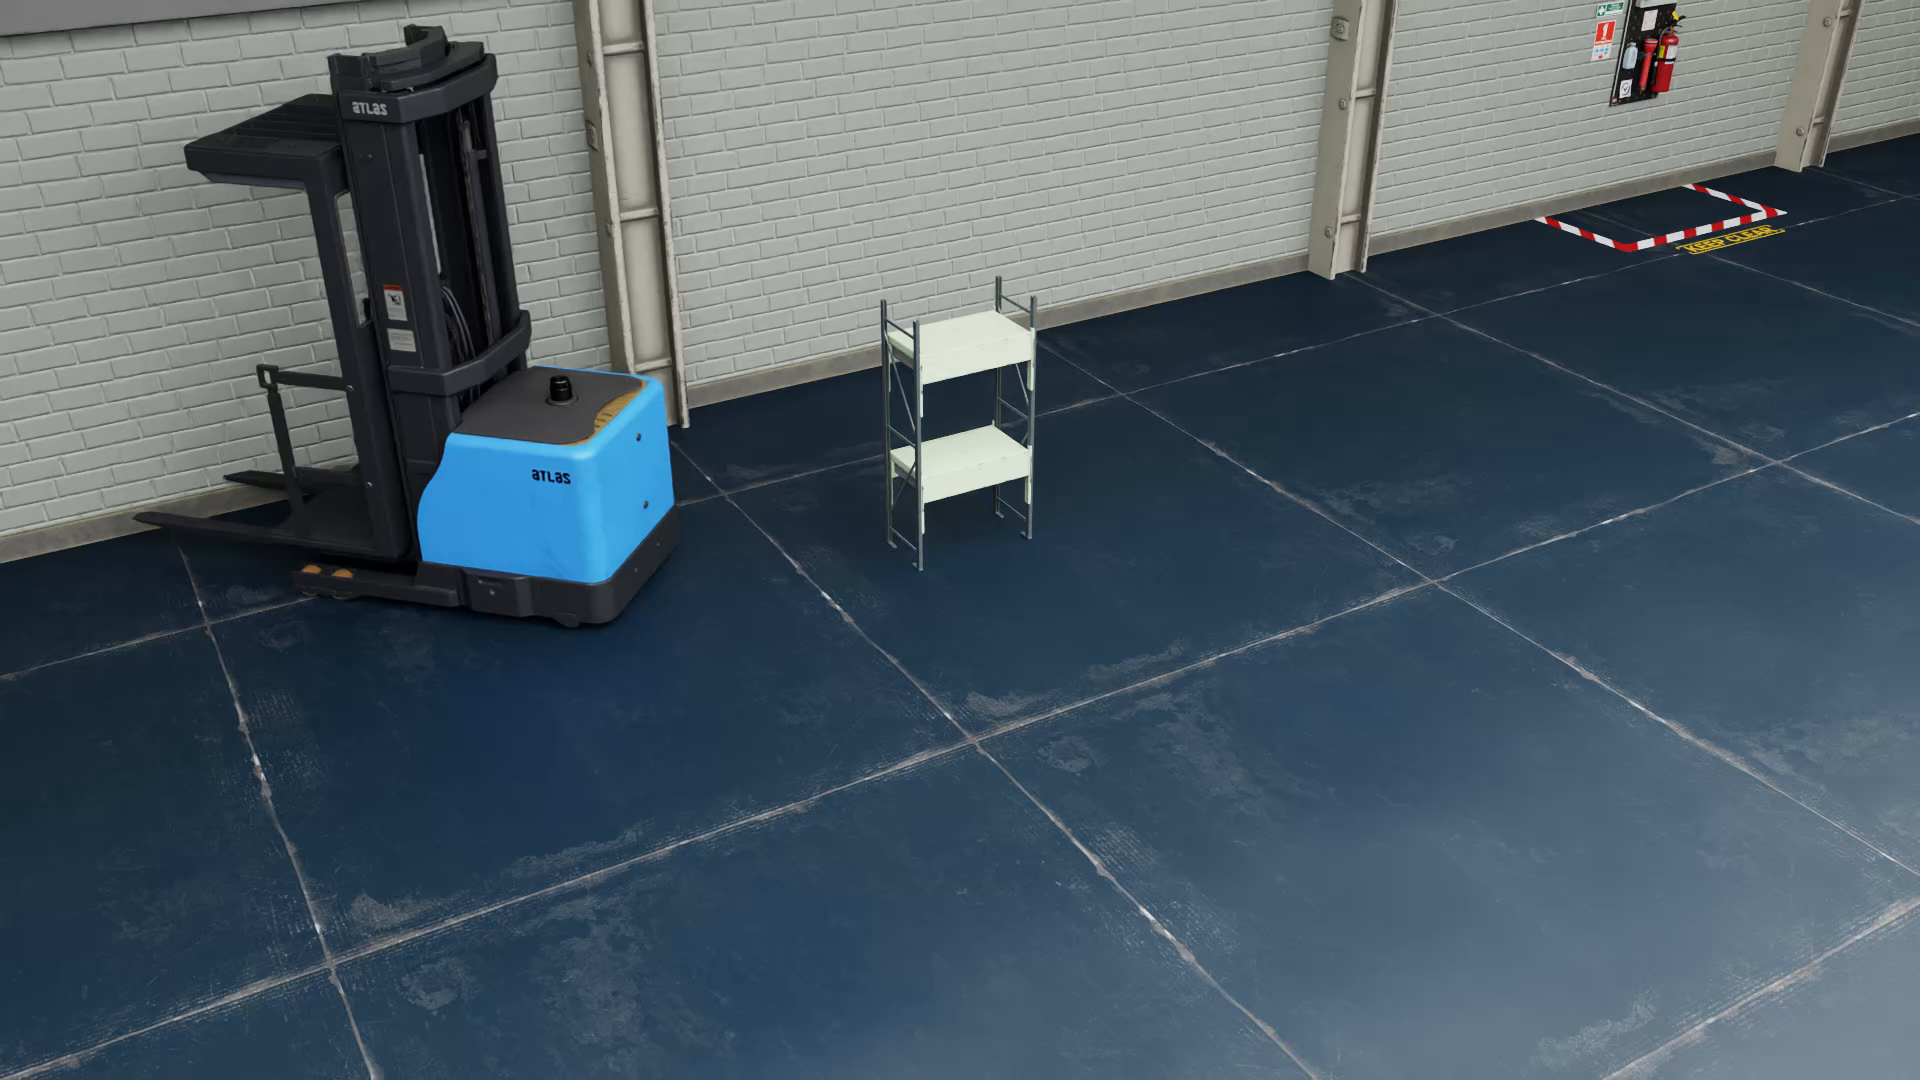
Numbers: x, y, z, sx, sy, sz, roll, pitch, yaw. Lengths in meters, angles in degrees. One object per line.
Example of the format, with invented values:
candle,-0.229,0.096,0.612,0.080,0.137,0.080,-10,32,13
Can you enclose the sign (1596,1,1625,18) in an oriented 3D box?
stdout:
sign,5.623,-4.588,14.374,0.331,0.109,0.001,-16,33,-26

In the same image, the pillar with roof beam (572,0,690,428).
pillar with roof beam,0.128,-2.920,5.728,0.400,9.000,9.100,-16,33,-26

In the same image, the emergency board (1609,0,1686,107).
emergency board,6.143,-4.436,14.683,0.643,1.169,0.194,-16,33,-26

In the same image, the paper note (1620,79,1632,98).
paper note,5.956,-4.035,14.869,0.142,0.148,0.016,-16,33,-26

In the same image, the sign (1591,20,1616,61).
sign,5.614,-4.359,14.507,0.234,0.329,0.001,-16,33,-26

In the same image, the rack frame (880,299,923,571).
rack frame,-0.321,-0.565,9.222,0.023,1.500,0.400,-16,33,-26

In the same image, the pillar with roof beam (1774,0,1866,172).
pillar with roof beam,10.474,-5.858,11.051,0.400,9.000,9.100,-16,33,-26

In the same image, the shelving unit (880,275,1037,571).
shelving unit,-0.006,-0.655,9.385,0.755,1.500,0.431,-16,33,-26

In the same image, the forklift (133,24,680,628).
forklift,-3.189,-1.191,8.874,3.031,2.935,1.130,7,30,12

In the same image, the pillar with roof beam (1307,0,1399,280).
pillar with roof beam,5.301,-4.389,8.390,0.400,9.000,9.100,-16,33,-26

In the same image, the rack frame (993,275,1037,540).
rack frame,0.310,-0.745,9.547,0.023,1.500,0.400,-16,33,-26

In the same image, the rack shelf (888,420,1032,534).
rack shelf,-0.006,-0.370,9.542,0.720,0.370,0.431,-16,33,-26

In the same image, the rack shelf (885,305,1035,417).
rack shelf,-0.006,-0.997,9.196,0.720,0.370,0.431,-16,33,-26
